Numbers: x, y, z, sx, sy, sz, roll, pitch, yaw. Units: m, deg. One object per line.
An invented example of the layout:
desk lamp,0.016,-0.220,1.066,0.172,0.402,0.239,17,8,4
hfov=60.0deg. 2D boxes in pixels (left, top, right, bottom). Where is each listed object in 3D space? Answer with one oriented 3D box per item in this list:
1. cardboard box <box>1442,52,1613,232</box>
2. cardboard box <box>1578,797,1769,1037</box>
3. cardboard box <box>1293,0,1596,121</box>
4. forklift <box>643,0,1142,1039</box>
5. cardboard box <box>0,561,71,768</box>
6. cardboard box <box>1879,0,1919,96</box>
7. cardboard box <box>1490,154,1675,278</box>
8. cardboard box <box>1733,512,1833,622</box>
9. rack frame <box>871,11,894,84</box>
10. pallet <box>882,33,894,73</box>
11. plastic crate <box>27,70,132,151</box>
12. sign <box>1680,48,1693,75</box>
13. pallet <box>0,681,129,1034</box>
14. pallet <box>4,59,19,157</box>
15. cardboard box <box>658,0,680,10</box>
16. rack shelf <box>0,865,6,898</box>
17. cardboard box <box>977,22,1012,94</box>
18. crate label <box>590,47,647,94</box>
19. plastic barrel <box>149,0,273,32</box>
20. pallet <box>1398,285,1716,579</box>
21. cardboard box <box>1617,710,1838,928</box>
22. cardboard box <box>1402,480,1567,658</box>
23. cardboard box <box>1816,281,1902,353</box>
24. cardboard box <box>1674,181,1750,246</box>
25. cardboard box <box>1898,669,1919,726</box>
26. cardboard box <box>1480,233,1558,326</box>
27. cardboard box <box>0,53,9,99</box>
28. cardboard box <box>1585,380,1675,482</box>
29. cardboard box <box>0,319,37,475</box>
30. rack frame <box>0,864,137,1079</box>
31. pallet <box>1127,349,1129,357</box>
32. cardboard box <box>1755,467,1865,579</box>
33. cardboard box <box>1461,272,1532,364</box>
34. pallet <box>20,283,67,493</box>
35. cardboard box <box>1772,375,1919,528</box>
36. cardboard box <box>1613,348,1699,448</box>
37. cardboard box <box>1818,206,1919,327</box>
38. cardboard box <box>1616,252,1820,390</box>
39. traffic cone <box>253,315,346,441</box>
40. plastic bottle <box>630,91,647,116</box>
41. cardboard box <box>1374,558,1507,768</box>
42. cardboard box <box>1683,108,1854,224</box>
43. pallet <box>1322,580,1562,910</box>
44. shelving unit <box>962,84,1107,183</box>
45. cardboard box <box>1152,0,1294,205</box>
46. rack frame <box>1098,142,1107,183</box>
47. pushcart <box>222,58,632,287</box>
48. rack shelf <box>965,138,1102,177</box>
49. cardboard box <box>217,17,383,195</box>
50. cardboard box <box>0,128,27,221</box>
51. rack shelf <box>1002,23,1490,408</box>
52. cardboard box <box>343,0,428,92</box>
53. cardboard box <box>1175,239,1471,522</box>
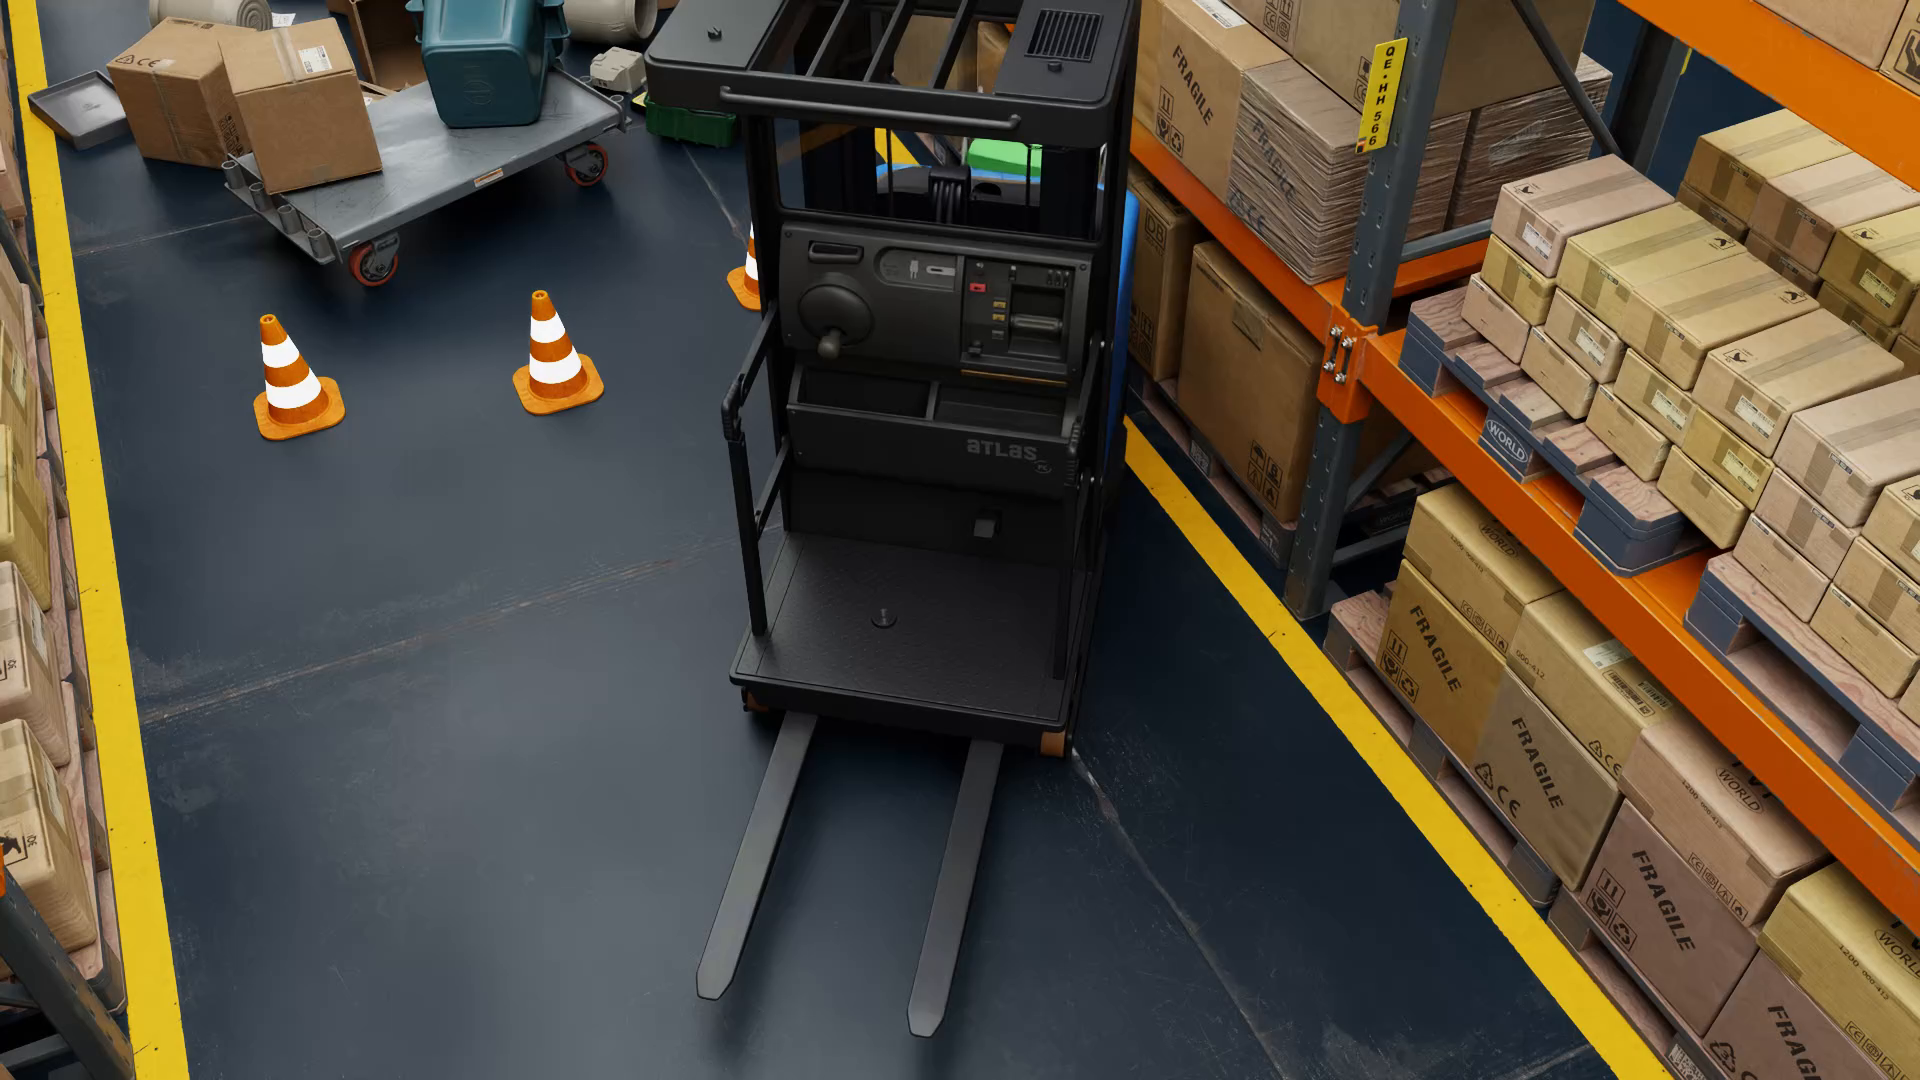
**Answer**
cardboard box,1.699,-1.356,5.417,0.500,0.500,0.500,-18,47,-17
cardboard box,2.144,0.957,4.625,0.500,0.500,0.500,-19,48,-18
cardboard box,1.464,-1.635,4.988,0.700,0.500,0.500,-18,47,-18
forklift,-0.119,-0.610,4.781,1.130,2.935,3.031,8,45,8
cardboard box,-3.351,0.527,5.152,0.950,0.372,0.625,-19,48,-18
cardboard box,2.074,-0.982,2.902,0.500,0.500,0.500,-18,47,-17
cardboard box,1.664,-0.872,4.454,0.380,0.149,0.250,-18,47,-17
cardboard box,2.104,0.013,3.981,0.380,0.149,0.250,-17,47,-16
rack frame,-0.039,-3.504,7.665,1.000,3.000,0.127,-18,47,-17
pallet,-0.287,-3.019,9.159,1.003,0.211,1.213,-18,47,-17
plastic crate,-4.403,-2.181,8.403,0.402,0.080,0.583,-35,54,-30
sign,2.132,-1.505,4.871,0.100,0.325,0.005,-18,47,-17
pallet,-3.133,1.066,5.019,1.003,0.211,1.213,-18,47,-17
pallet,-5.319,-2.181,8.310,1.003,0.211,1.213,-18,47,-17
cardboard box,-1.622,-3.301,9.238,0.500,0.500,0.500,-11,46,-11
rack shelf,-1.964,2.102,2.496,1.077,0.370,4.000,-18,47,-17
cardboard box,0.706,-1.867,7.310,1.050,0.750,0.750,-18,47,-17
crate label,-1.773,-2.437,8.623,0.250,0.136,0.298,18,47,18
plastic barrel,-3.927,-2.740,8.726,0.512,0.421,0.421,11,46,11
pallet,2.040,-0.464,4.721,1.213,0.211,1.003,-18,47,-17
cardboard box,2.123,0.672,4.380,0.500,0.250,0.500,-18,47,-17
cardboard box,1.714,0.030,5.031,0.500,0.250,0.500,-20,48,-19
cardboard box,2.491,-0.604,4.394,0.380,0.149,0.250,-17,47,-16
cardboard box,2.264,-0.940,4.735,0.380,0.149,0.250,-17,47,-17
cardboard box,2.316,0.341,3.649,0.380,0.149,0.250,-19,48,-19
cardboard box,1.664,-0.753,4.546,0.380,0.149,0.250,-16,47,-16
cardboard box,-4.951,-2.278,8.082,0.500,0.250,0.500,-19,48,-18
cardboard box,1.875,-0.327,4.326,0.380,0.149,0.250,-16,47,-15
cardboard box,-3.959,-0.401,6.092,0.950,0.372,0.625,-15,47,-15
rack frame,-2.805,0.572,3.535,1.000,3.000,0.127,-18,47,-17
pallet,0.871,-1.263,7.380,1.003,0.211,1.213,-18,47,-17
cardboard box,2.106,-0.092,3.876,0.380,0.149,0.250,-18,47,-17
cardboard box,1.648,-0.670,4.673,0.380,0.149,0.250,-19,48,-18
pallet,-4.159,-0.489,6.595,1.003,0.211,1.213,-18,47,-17
cardboard box,2.103,-0.206,3.779,0.380,0.149,0.250,-16,47,-16
cardboard box,1.895,-0.412,4.200,0.380,0.149,0.250,-19,48,-19
cardboard box,2.479,-0.722,4.302,0.380,0.149,0.250,-17,47,-16
cardboard box,1.876,-0.547,4.125,0.380,0.149,0.250,-18,47,-18
traffic cone,-2.696,-0.698,6.627,0.336,0.463,0.334,-18,47,-17
plastic bottle,-1.524,-2.188,8.424,0.283,0.061,0.133,26,50,24
cardboard box,1.709,0.312,5.279,0.500,0.500,0.500,-20,48,-19
cardboard box,2.265,-1.049,4.634,0.380,0.149,0.250,-20,48,-19
pallet,1.971,0.536,5.556,1.003,0.211,1.213,-18,47,-17
shelving unit,0.265,-1.188,6.552,0.503,1.200,0.258,13,54,7
cardboard box,1.002,-1.516,5.580,0.500,0.500,0.500,-18,47,-17
rack frame,0.501,-1.133,6.522,0.015,1.200,0.240,13,54,7
pushcart,-2.440,-1.749,7.754,1.648,0.377,0.936,-35,54,-30
rack shelf,0.280,-1.433,6.216,0.480,0.148,0.258,13,54,7
cardboard box,-2.885,-1.902,7.282,0.500,0.500,0.500,-18,47,-17
cardboard box,-4.490,-1.604,7.398,0.500,0.250,0.500,-20,48,-19
rack shelf,0.802,-1.973,6.626,1.077,0.370,4.000,-18,47,-17
cardboard box,-2.733,-2.721,8.553,0.797,0.637,0.503,-18,47,-17
cardboard box,1.469,-0.718,6.145,1.050,0.750,0.750,-19,48,-18
